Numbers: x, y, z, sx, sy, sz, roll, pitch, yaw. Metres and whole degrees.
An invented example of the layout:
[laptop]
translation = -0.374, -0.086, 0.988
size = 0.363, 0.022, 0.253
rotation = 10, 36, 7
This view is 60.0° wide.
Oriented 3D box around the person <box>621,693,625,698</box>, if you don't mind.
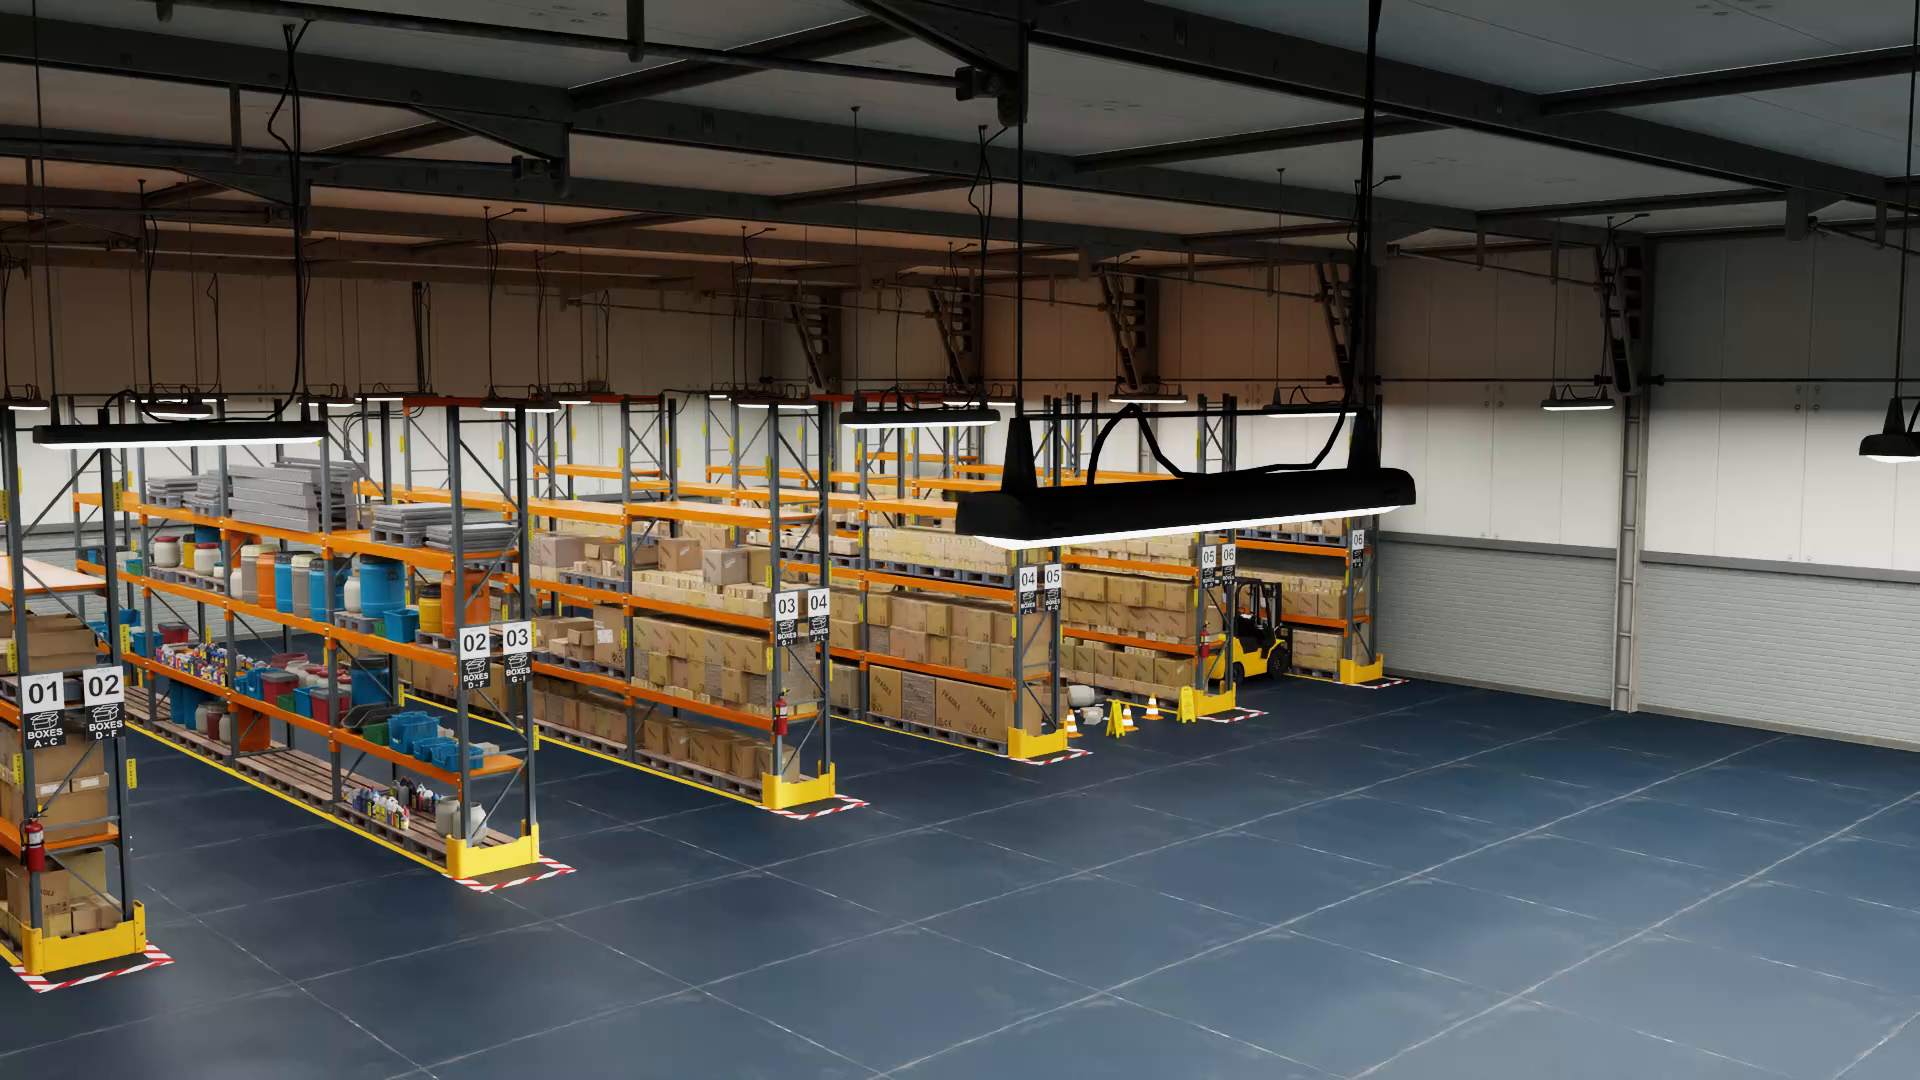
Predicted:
[person]
translation = -6.818, 2.328, 33.311
size = 0.593, 1.687, 0.722
rotation = -4, 7, -38
